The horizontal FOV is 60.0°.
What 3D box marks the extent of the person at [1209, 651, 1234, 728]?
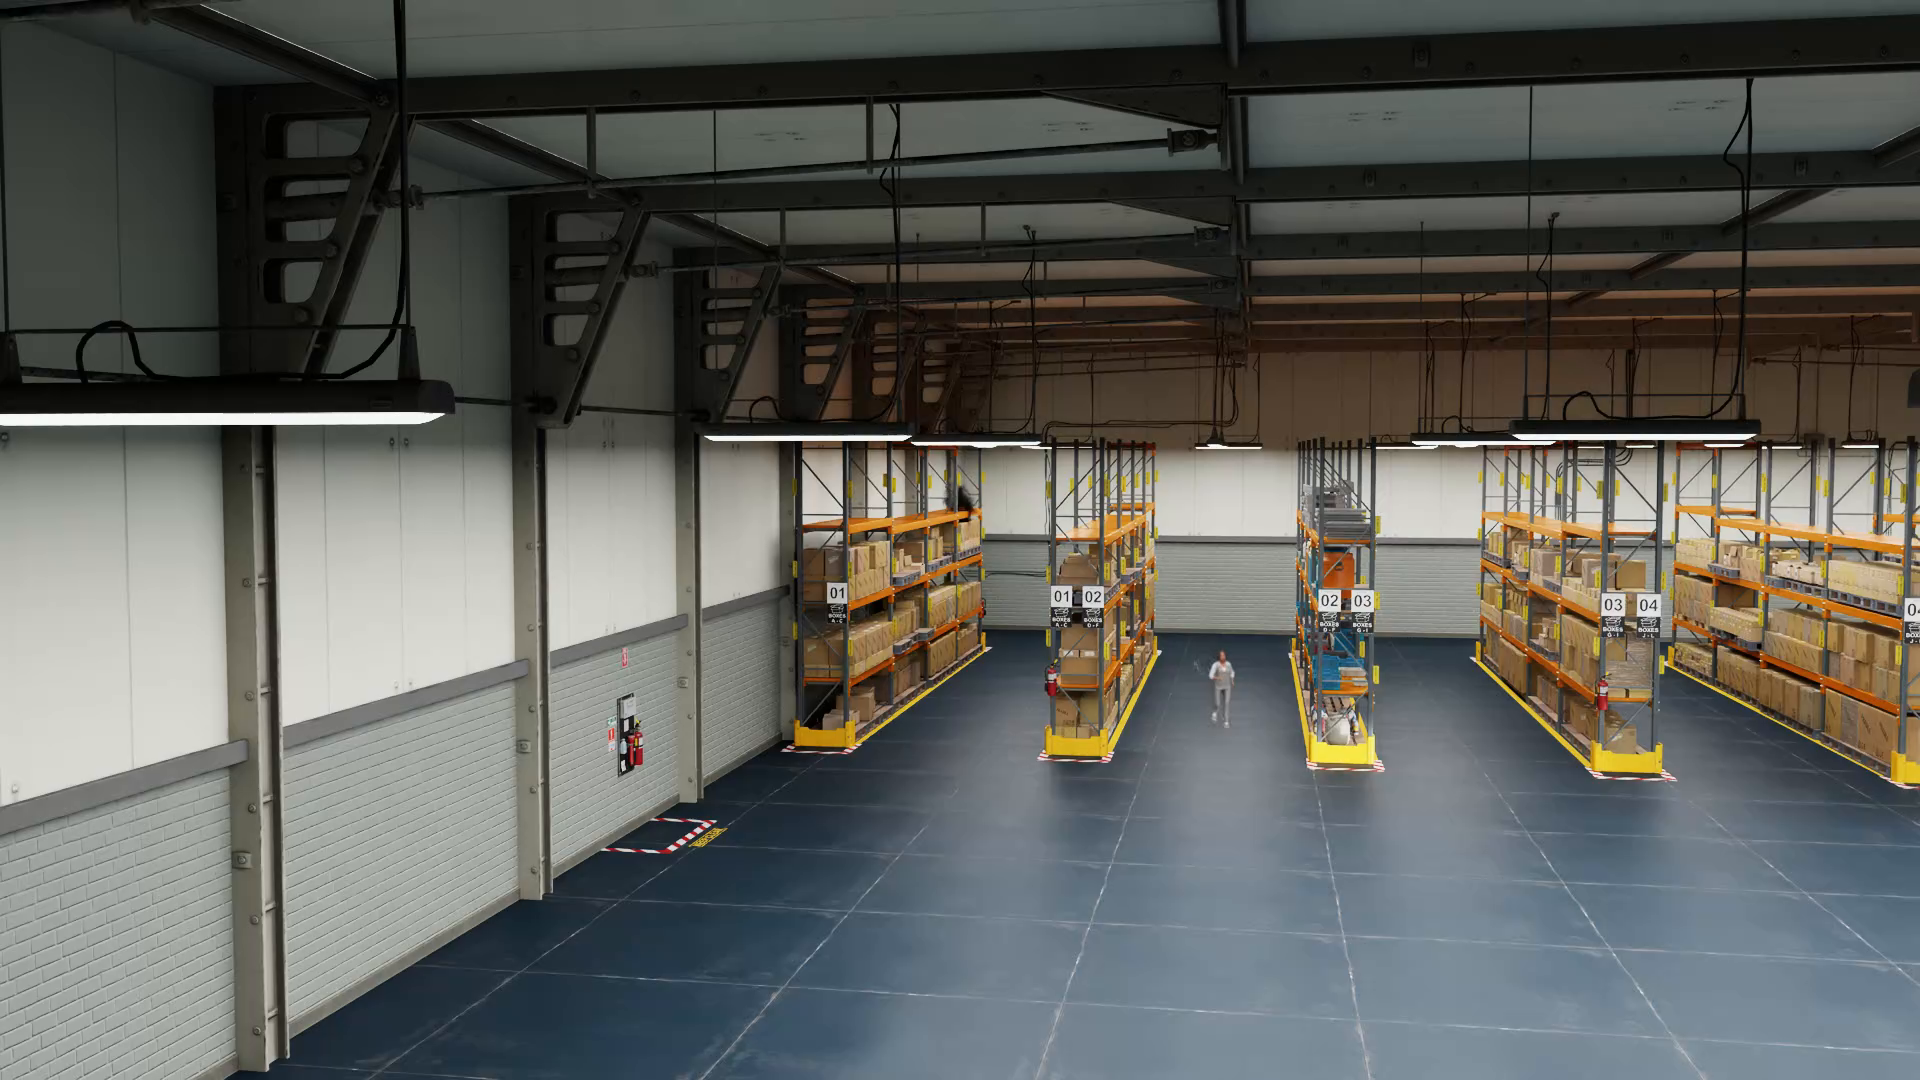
[{"bbox_3d":[5.467,3.094,34.686,0.552,1.575,0.819,0,3,-4],"label":"person"}]
